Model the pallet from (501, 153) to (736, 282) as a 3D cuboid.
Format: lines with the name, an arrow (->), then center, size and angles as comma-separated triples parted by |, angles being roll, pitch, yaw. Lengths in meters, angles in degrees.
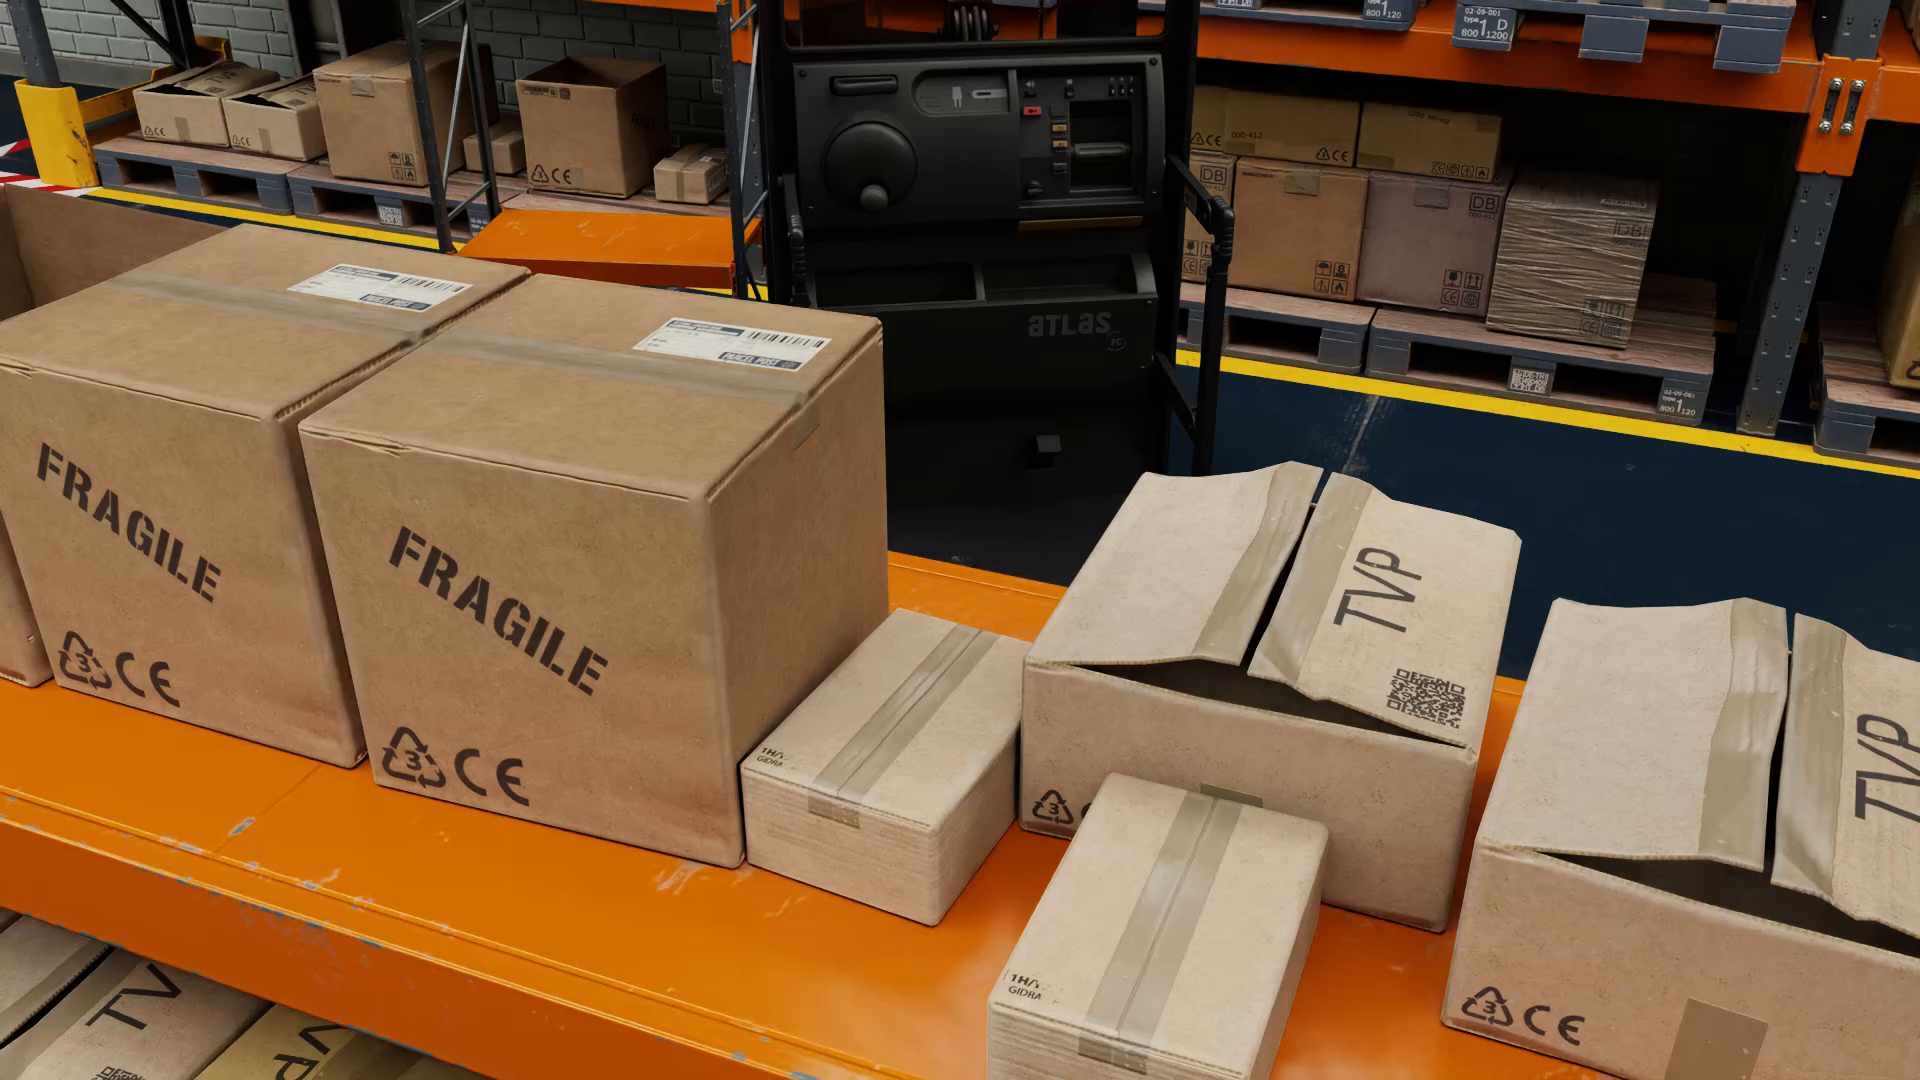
pallet -> -1.335, -1.534, 7.750 | 1.213, 0.211, 1.003 | 11, 31, 19

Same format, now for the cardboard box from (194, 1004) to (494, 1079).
cardboard box -> -0.844, 0.863, 2.472 | 0.500, 0.311, 0.500 | 12, 32, 20

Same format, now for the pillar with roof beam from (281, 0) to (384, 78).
pillar with roof beam -> -5.051, -4.294, 3.702 | 0.400, 9.000, 9.100 | 11, 31, 19

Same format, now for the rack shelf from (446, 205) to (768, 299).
rack shelf -> -1.214, -0.989, 5.842 | 1.000, 0.185, 0.538 | 3, 30, 6

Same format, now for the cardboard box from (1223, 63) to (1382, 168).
cardboard box -> 1.337, -1.666, 6.481 | 0.500, 0.250, 0.500 | 11, 31, 19

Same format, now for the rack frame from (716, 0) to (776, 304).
rack frame -> -0.709, -1.118, 5.704 | 0.032, 1.500, 0.500 | 3, 30, 6

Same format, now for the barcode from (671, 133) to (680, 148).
barcode -> -1.375, -1.916, 7.969 | 0.075, 0.075, 0.001 | 11, 31, 19

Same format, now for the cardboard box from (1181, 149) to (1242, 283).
cardboard box -> 0.944, -1.429, 6.824 | 0.500, 0.500, 0.700 | 12, 32, 20

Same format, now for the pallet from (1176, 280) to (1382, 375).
pallet -> 1.157, -1.058, 6.907 | 1.213, 0.211, 1.003 | 11, 31, 19

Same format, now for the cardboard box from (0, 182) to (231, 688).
cardboard box -> -1.365, -0.177, 2.414 | 0.500, 0.500, 0.500 | 14, 32, 23

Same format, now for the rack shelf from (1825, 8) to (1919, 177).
rack shelf -> 4.860, -1.217, 5.086 | 4.000, 0.370, 1.077 | 11, 31, 19

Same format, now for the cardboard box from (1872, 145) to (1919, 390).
cardboard box -> 3.639, -0.951, 5.642 | 0.750, 0.750, 0.750 | 11, 31, 18

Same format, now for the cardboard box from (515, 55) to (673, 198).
cardboard box -> -1.676, -1.917, 7.687 | 0.500, 0.500, 0.500 | 9, 31, 15

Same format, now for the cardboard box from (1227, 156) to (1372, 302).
cardboard box -> 1.415, -1.340, 6.666 | 0.500, 0.500, 0.700 | 11, 31, 19

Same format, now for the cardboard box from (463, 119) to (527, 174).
cardboard box -> -2.174, -1.896, 8.005 | 0.250, 0.149, 0.380 | 9, 31, 15

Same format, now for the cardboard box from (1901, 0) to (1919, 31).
cardboard box -> 3.405, -1.856, 5.720 | 0.250, 0.149, 0.380 | 12, 32, 20

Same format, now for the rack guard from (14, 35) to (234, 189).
rack guard -> -4.336, -2.278, 8.772 | 0.348, 0.500, 1.175 | 11, 31, 19

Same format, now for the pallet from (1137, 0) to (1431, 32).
pallet -> 1.157, -2.164, 6.225 | 1.213, 0.211, 1.003 | 11, 31, 19

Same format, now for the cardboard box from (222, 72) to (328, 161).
cardboard box -> -3.271, -2.127, 8.250 | 0.500, 0.311, 0.500 | 14, 32, 23

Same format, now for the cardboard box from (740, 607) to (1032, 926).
cardboard box -> -0.055, 0.258, 2.000 | 0.250, 0.149, 0.380 | 14, 32, 23

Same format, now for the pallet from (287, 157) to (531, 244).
pallet -> -2.470, -1.759, 8.148 | 1.213, 0.211, 1.003 | 11, 31, 19

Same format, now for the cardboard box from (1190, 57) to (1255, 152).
cardboard box -> 0.881, -1.767, 6.659 | 0.500, 0.250, 0.500 | 10, 31, 18

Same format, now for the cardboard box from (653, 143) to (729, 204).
cardboard box -> -1.207, -1.684, 7.612 | 0.250, 0.166, 0.380 | 7, 30, 13

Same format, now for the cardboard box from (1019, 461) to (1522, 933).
cardboard box -> 0.392, 0.144, 2.037 | 0.500, 0.311, 0.500 | 11, 31, 19

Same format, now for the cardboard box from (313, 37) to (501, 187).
cardboard box -> -2.610, -2.050, 7.923 | 0.500, 0.500, 0.700 | 9, 31, 16

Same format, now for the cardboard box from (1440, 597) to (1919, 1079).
cardboard box -> 0.827, 0.311, 1.742 | 0.500, 0.311, 0.500 | 13, 32, 22

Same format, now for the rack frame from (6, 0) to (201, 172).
rack frame -> -4.406, -3.380, 8.182 | 0.127, 3.000, 1.000 | 11, 31, 19

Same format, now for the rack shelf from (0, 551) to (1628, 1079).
rack shelf -> -0.705, 0.240, 2.362 | 3.687, 0.071, 0.831 | 11, 31, 19

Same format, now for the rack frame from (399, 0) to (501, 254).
rack frame -> -1.720, -1.174, 5.802 | 0.032, 1.500, 0.500 | 3, 30, 6

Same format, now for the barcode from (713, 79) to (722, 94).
barcode -> -1.110, -2.092, 7.671 | 0.075, 0.075, 0.001 | 11, 31, 19

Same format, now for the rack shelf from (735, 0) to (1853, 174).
rack shelf -> 1.154, -1.957, 6.395 | 4.000, 0.370, 1.077 | 11, 31, 19

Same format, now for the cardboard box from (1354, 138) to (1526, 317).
cardboard box -> 1.886, -1.261, 6.526 | 0.500, 0.500, 0.700 | 11, 31, 19

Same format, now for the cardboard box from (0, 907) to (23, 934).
cardboard box -> -1.808, 0.674, 2.806 | 0.500, 0.311, 0.500 | 11, 31, 19

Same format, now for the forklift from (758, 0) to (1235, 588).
forklift -> 0.085, -0.969, 3.985 | 1.130, 2.935, 3.031 | -4, 30, -7

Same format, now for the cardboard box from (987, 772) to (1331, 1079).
cardboard box -> 0.211, 0.428, 1.699 | 0.250, 0.149, 0.380 | 11, 31, 19

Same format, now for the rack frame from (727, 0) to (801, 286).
rack frame -> -0.700, -2.640, 6.873 | 0.127, 3.000, 1.000 | 11, 31, 19

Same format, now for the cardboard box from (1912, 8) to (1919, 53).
cardboard box -> 3.225, -1.633, 5.326 | 0.250, 0.149, 0.380 | 11, 31, 18

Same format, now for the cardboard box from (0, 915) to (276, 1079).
cardboard box -> -1.327, 0.770, 2.638 | 0.500, 0.311, 0.500 | 10, 31, 17

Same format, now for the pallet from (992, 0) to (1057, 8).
pallet -> -0.046, -2.349, 6.552 | 1.213, 0.211, 1.003 | 11, 31, 19

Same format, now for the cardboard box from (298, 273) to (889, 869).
cardboard box -> -0.413, 0.013, 2.077 | 0.500, 0.500, 0.500 | 10, 31, 16

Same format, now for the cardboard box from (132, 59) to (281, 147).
cardboard box -> -3.799, -2.232, 8.436 | 0.500, 0.311, 0.500 | 8, 30, 13

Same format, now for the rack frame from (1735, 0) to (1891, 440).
rack frame -> 3.007, -1.900, 5.563 | 0.127, 3.000, 1.000 | 11, 31, 19

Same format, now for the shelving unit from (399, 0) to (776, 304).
shelving unit -> -1.205, -1.146, 5.753 | 1.083, 1.500, 0.587 | 3, 30, 6

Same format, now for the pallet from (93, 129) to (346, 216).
pallet -> -3.596, -1.986, 8.549 | 1.213, 0.211, 1.003 | 11, 31, 19

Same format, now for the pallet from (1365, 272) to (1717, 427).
pallet -> 2.283, -0.831, 6.506 | 1.213, 0.211, 1.003 | 11, 31, 19

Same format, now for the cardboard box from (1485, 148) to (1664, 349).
cardboard box -> 2.320, -1.113, 6.264 | 0.500, 0.500, 0.700 | 12, 32, 20

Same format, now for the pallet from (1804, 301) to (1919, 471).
pallet -> 3.709, -0.506, 5.931 | 1.213, 0.211, 1.003 | 11, 31, 19

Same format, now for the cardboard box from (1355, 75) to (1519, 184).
cardboard box -> 1.815, -1.573, 6.316 | 0.500, 0.250, 0.500 | 12, 32, 20

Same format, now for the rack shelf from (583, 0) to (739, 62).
rack shelf -> -2.553, -2.697, 7.704 | 4.000, 0.370, 1.077 | 11, 31, 19

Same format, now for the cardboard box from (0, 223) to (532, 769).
cardboard box -> -0.901, -0.085, 2.250 | 0.500, 0.500, 0.500 | 11, 31, 19

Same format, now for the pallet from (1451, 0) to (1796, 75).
pallet -> 2.306, -1.900, 5.758 | 1.003, 0.211, 1.213 | 11, 31, 19
